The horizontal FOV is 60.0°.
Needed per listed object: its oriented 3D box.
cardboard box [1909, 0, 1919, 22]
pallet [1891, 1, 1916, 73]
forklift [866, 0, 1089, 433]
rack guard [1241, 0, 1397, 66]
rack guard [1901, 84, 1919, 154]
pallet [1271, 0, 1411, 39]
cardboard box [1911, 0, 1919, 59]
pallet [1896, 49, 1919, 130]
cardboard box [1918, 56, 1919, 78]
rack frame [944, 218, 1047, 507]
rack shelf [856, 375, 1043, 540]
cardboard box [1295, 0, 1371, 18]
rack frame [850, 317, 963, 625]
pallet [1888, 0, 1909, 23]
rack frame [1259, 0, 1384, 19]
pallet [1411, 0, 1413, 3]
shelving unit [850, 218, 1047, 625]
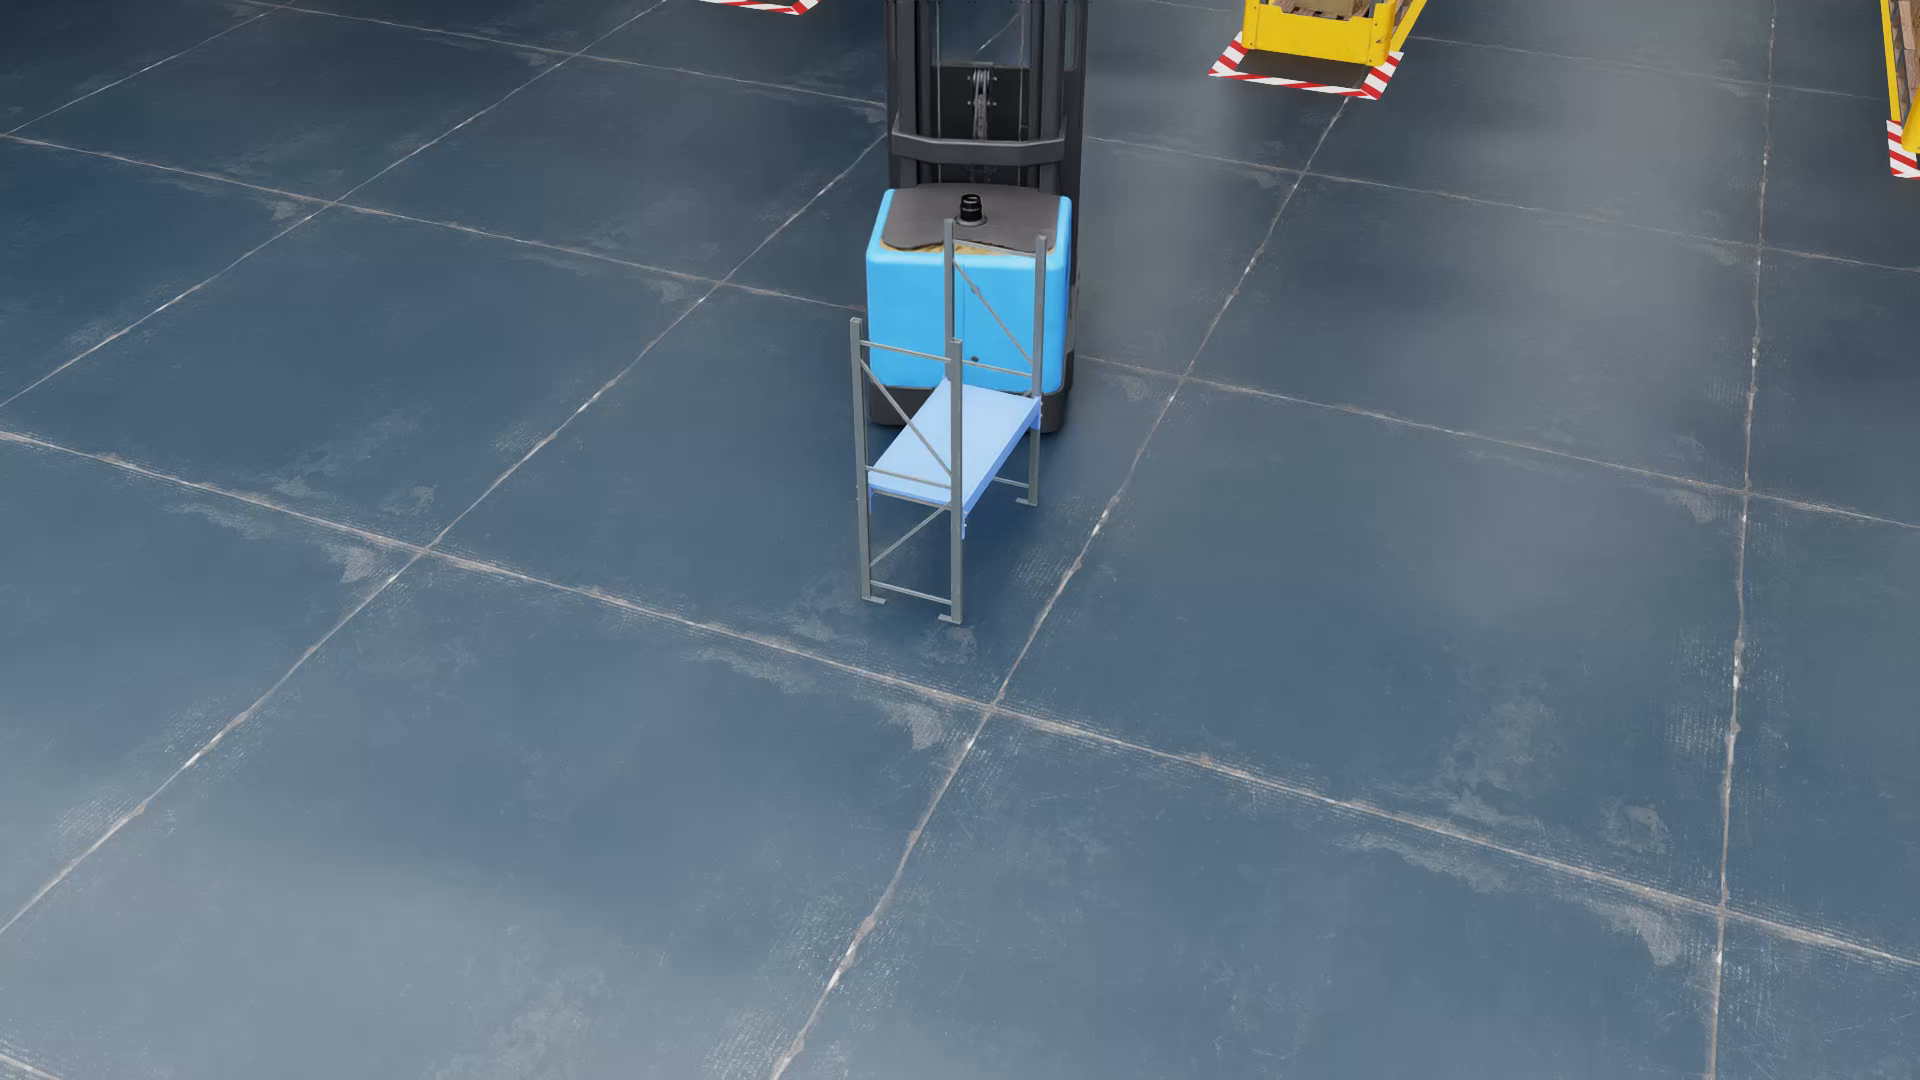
[{"bbox_3d":[8.300,-4.686,13.437,0.875,0.875,0.875,14,39,18],"label":"cardboard box"},{"bbox_3d":[8.120,-4.003,13.429,1.003,0.211,1.213,14,39,18],"label":"pallet"},{"bbox_3d":[0.162,-2.616,9.302,1.130,2.935,3.031,3,37,4],"label":"forklift"},{"bbox_3d":[2.902,-4.213,13.469,1.175,0.500,0.348,14,39,18],"label":"rack guard"},{"bbox_3d":[7.413,-2.972,11.808,1.175,0.500,0.348,14,39,18],"label":"rack guard"},{"bbox_3d":[3.244,-4.539,14.146,1.003,0.211,1.213,14,39,18],"label":"pallet"},{"bbox_3d":[7.952,-4.181,12.763,0.875,0.875,0.875,13,39,17],"label":"cardboard box"},{"bbox_3d":[7.654,-3.330,12.528,1.003,0.211,1.213,14,39,18],"label":"pallet"},{"bbox_3d":[7.619,-3.694,12.110,0.875,0.875,0.875,14,39,18],"label":"cardboard box"},{"bbox_3d":[0.161,-0.835,8.114,0.500,1.500,0.032,14,39,18],"label":"rack frame"},{"bbox_3d":[-0.032,-0.409,7.845,0.538,0.185,1.000,14,39,18],"label":"rack shelf"},{"bbox_3d":[3.127,-4.681,13.744,0.500,0.500,0.500,21,42,26],"label":"cardboard box"},{"bbox_3d":[-0.226,-0.272,7.361,0.500,1.500,0.032,14,39,18],"label":"rack frame"},{"bbox_3d":[8.582,-4.681,14.336,1.003,0.211,1.213,14,39,18],"label":"pallet"},{"bbox_3d":[2.873,-5.172,12.664,1.000,3.000,0.127,14,39,18],"label":"rack frame"},{"bbox_3d":[3.710,-5.212,15.047,1.003,0.211,1.213,14,39,18],"label":"pallet"},{"bbox_3d":[-0.032,-0.553,7.738,0.538,1.500,1.048,14,39,18],"label":"shelving unit"}]
